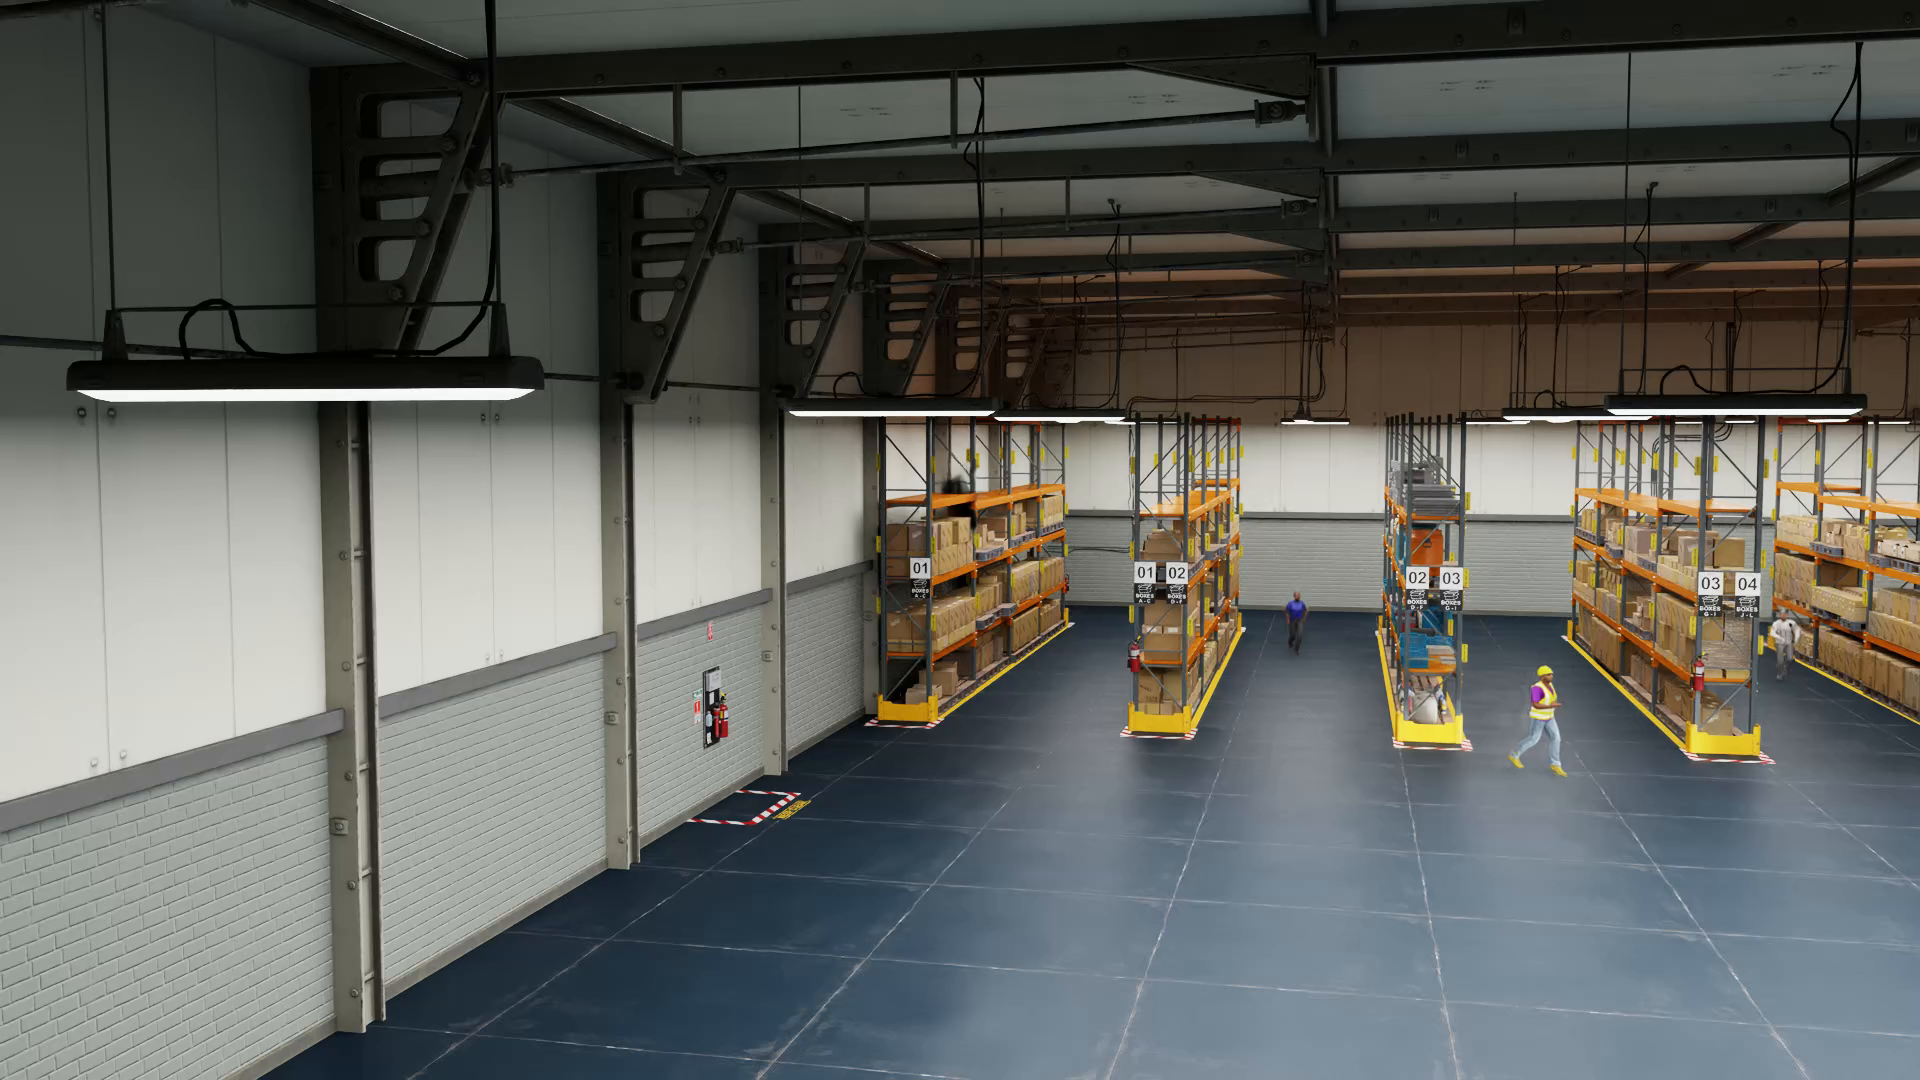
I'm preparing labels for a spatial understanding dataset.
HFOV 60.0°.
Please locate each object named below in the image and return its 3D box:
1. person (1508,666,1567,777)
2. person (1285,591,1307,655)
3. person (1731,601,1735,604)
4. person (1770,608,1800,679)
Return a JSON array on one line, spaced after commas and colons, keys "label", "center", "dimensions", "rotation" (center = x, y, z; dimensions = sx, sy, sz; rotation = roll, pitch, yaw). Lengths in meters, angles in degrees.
[{"label": "person", "center": [9.605, 2.974, 27.555], "dimensions": [0.710, 1.805, 0.941], "rotation": [-3, 5, -41]}, {"label": "person", "center": [8.486, 2.089, 42.020], "dimensions": [0.558, 1.608, 0.592], "rotation": [0, 4, 1]}, {"label": "person", "center": [20.785, 1.925, 44.313], "dimensions": [0.545, 1.604, 0.629], "rotation": [-3, 5, -34]}, {"label": "person", "center": [18.642, 2.348, 37.565], "dimensions": [0.635, 1.650, 0.702], "rotation": [1, 4, 19]}]
